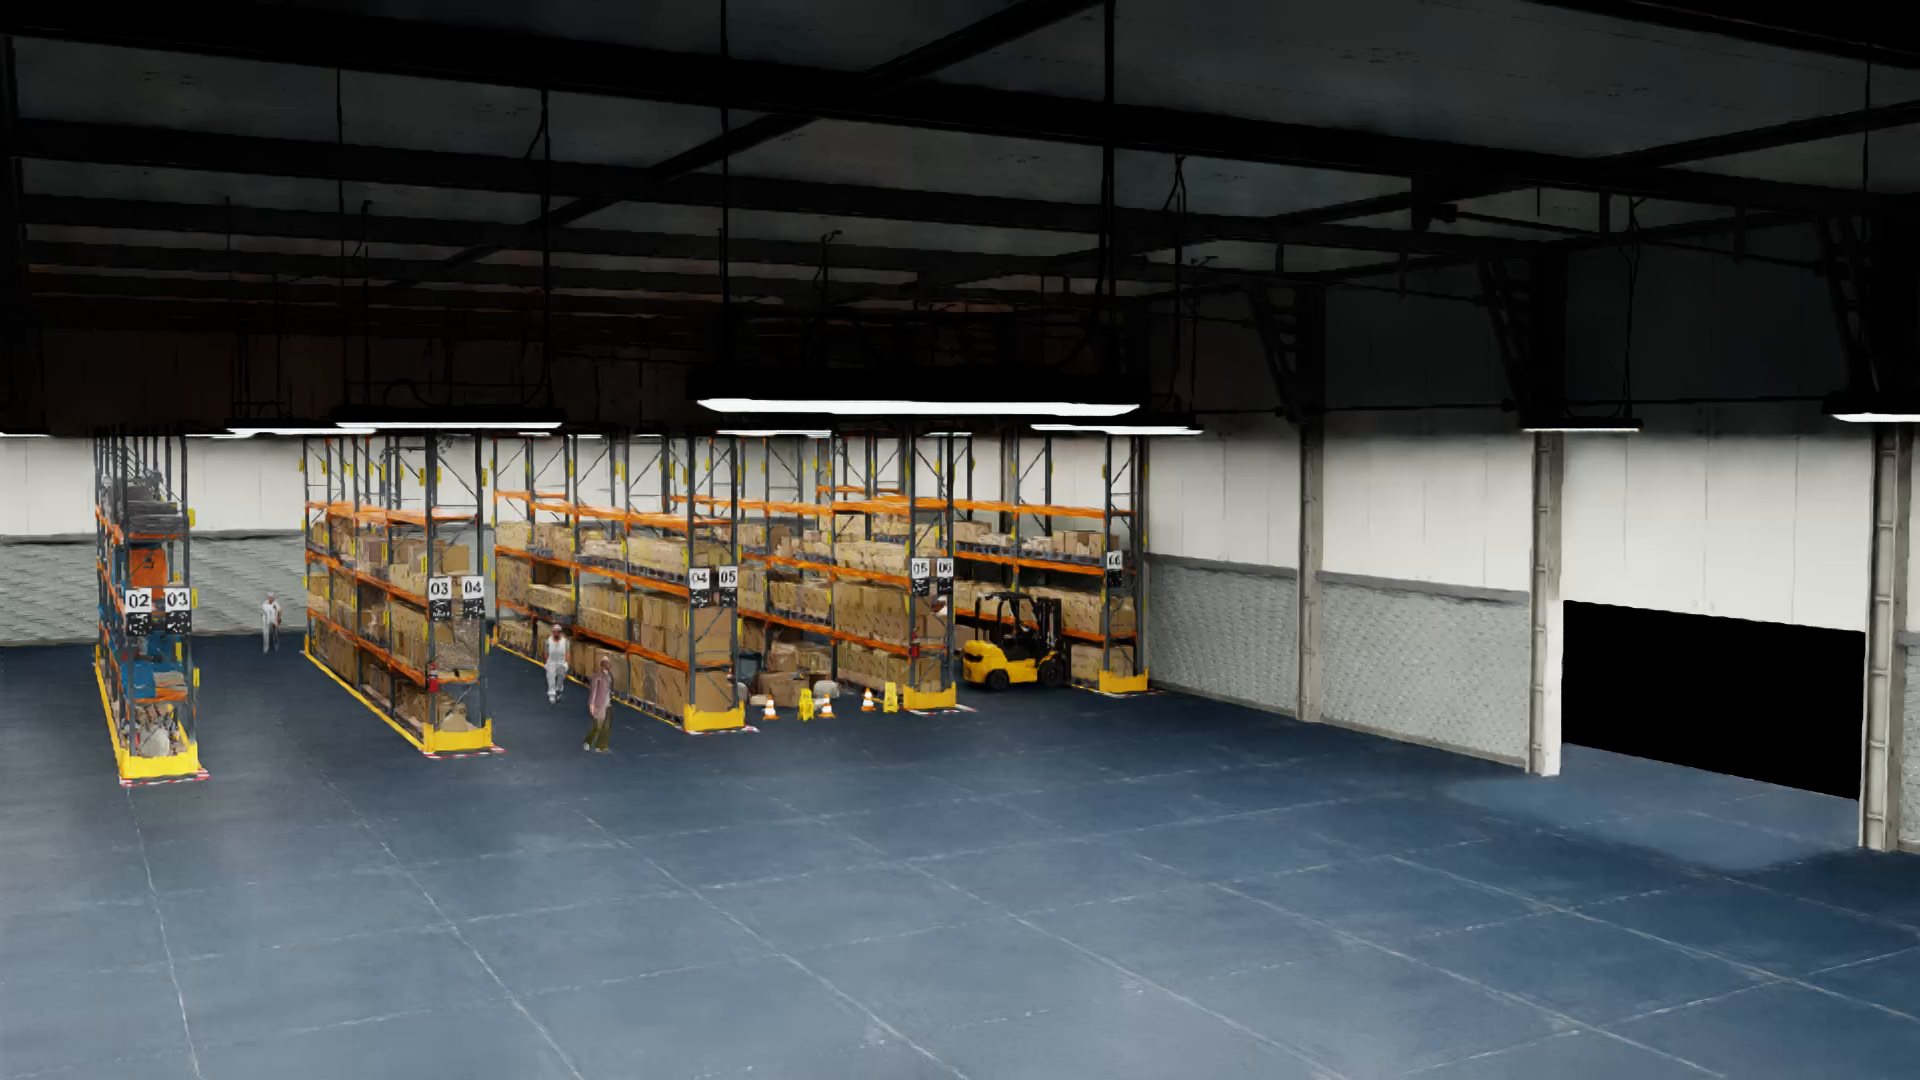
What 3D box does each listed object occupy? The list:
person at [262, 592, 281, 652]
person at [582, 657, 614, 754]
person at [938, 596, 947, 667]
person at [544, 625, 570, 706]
[{"bbox_3d":[-18.532,2.200,44.788,0.477,1.597,1.002,-1,4,-20],"label":"person"},{"bbox_3d":[-6.597,2.990,30.287,0.598,1.735,0.619,2,4,26],"label":"person"},{"bbox_3d":[-0.468,2.295,41.835,0.579,1.763,0.676,0,3,-3],"label":"person"},{"bbox_3d":[-8.663,2.678,35.790,0.534,1.726,1.038,-1,4,-19],"label":"person"}]
